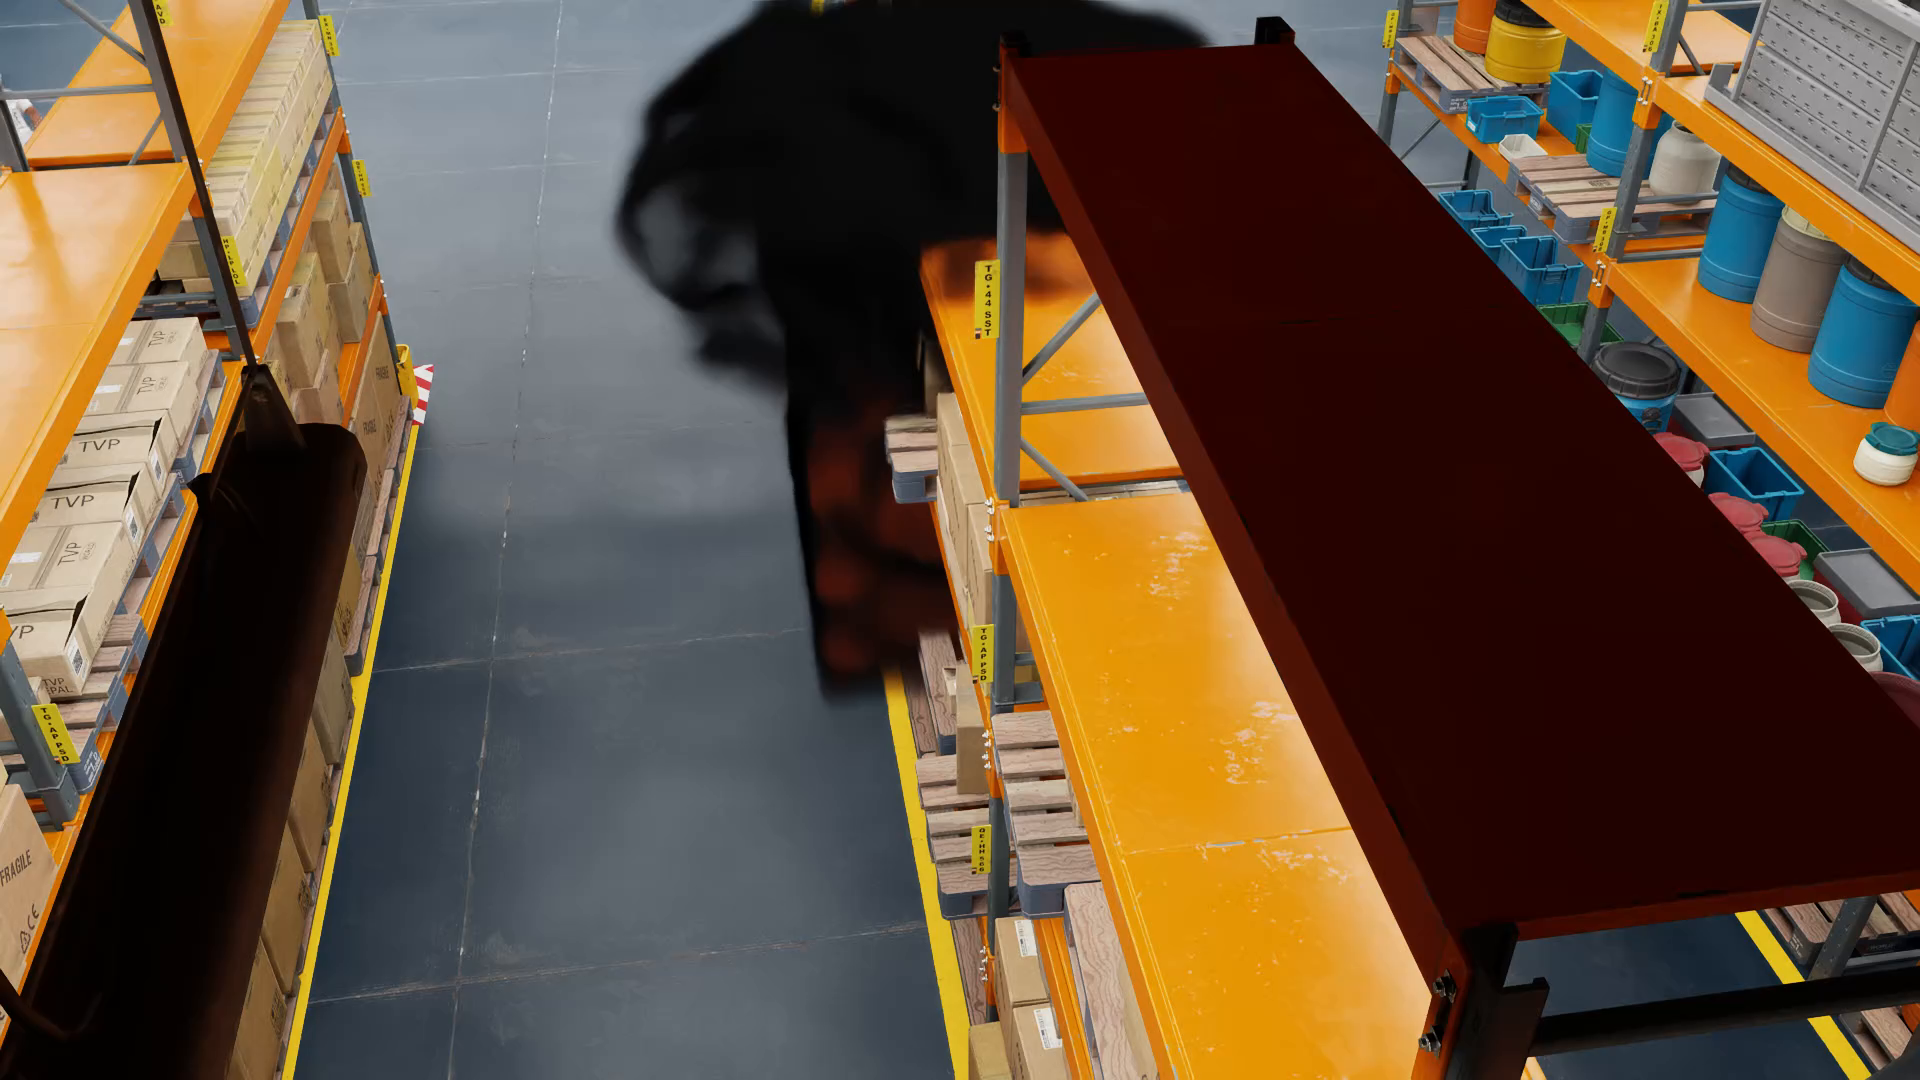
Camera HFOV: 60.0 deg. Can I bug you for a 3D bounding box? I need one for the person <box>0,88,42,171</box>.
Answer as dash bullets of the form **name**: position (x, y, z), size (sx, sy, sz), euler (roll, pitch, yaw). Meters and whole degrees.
- **person**: position (-10.019, -4.114, 17.664), size (0.784, 1.709, 0.658), euler (27, 44, 32)
